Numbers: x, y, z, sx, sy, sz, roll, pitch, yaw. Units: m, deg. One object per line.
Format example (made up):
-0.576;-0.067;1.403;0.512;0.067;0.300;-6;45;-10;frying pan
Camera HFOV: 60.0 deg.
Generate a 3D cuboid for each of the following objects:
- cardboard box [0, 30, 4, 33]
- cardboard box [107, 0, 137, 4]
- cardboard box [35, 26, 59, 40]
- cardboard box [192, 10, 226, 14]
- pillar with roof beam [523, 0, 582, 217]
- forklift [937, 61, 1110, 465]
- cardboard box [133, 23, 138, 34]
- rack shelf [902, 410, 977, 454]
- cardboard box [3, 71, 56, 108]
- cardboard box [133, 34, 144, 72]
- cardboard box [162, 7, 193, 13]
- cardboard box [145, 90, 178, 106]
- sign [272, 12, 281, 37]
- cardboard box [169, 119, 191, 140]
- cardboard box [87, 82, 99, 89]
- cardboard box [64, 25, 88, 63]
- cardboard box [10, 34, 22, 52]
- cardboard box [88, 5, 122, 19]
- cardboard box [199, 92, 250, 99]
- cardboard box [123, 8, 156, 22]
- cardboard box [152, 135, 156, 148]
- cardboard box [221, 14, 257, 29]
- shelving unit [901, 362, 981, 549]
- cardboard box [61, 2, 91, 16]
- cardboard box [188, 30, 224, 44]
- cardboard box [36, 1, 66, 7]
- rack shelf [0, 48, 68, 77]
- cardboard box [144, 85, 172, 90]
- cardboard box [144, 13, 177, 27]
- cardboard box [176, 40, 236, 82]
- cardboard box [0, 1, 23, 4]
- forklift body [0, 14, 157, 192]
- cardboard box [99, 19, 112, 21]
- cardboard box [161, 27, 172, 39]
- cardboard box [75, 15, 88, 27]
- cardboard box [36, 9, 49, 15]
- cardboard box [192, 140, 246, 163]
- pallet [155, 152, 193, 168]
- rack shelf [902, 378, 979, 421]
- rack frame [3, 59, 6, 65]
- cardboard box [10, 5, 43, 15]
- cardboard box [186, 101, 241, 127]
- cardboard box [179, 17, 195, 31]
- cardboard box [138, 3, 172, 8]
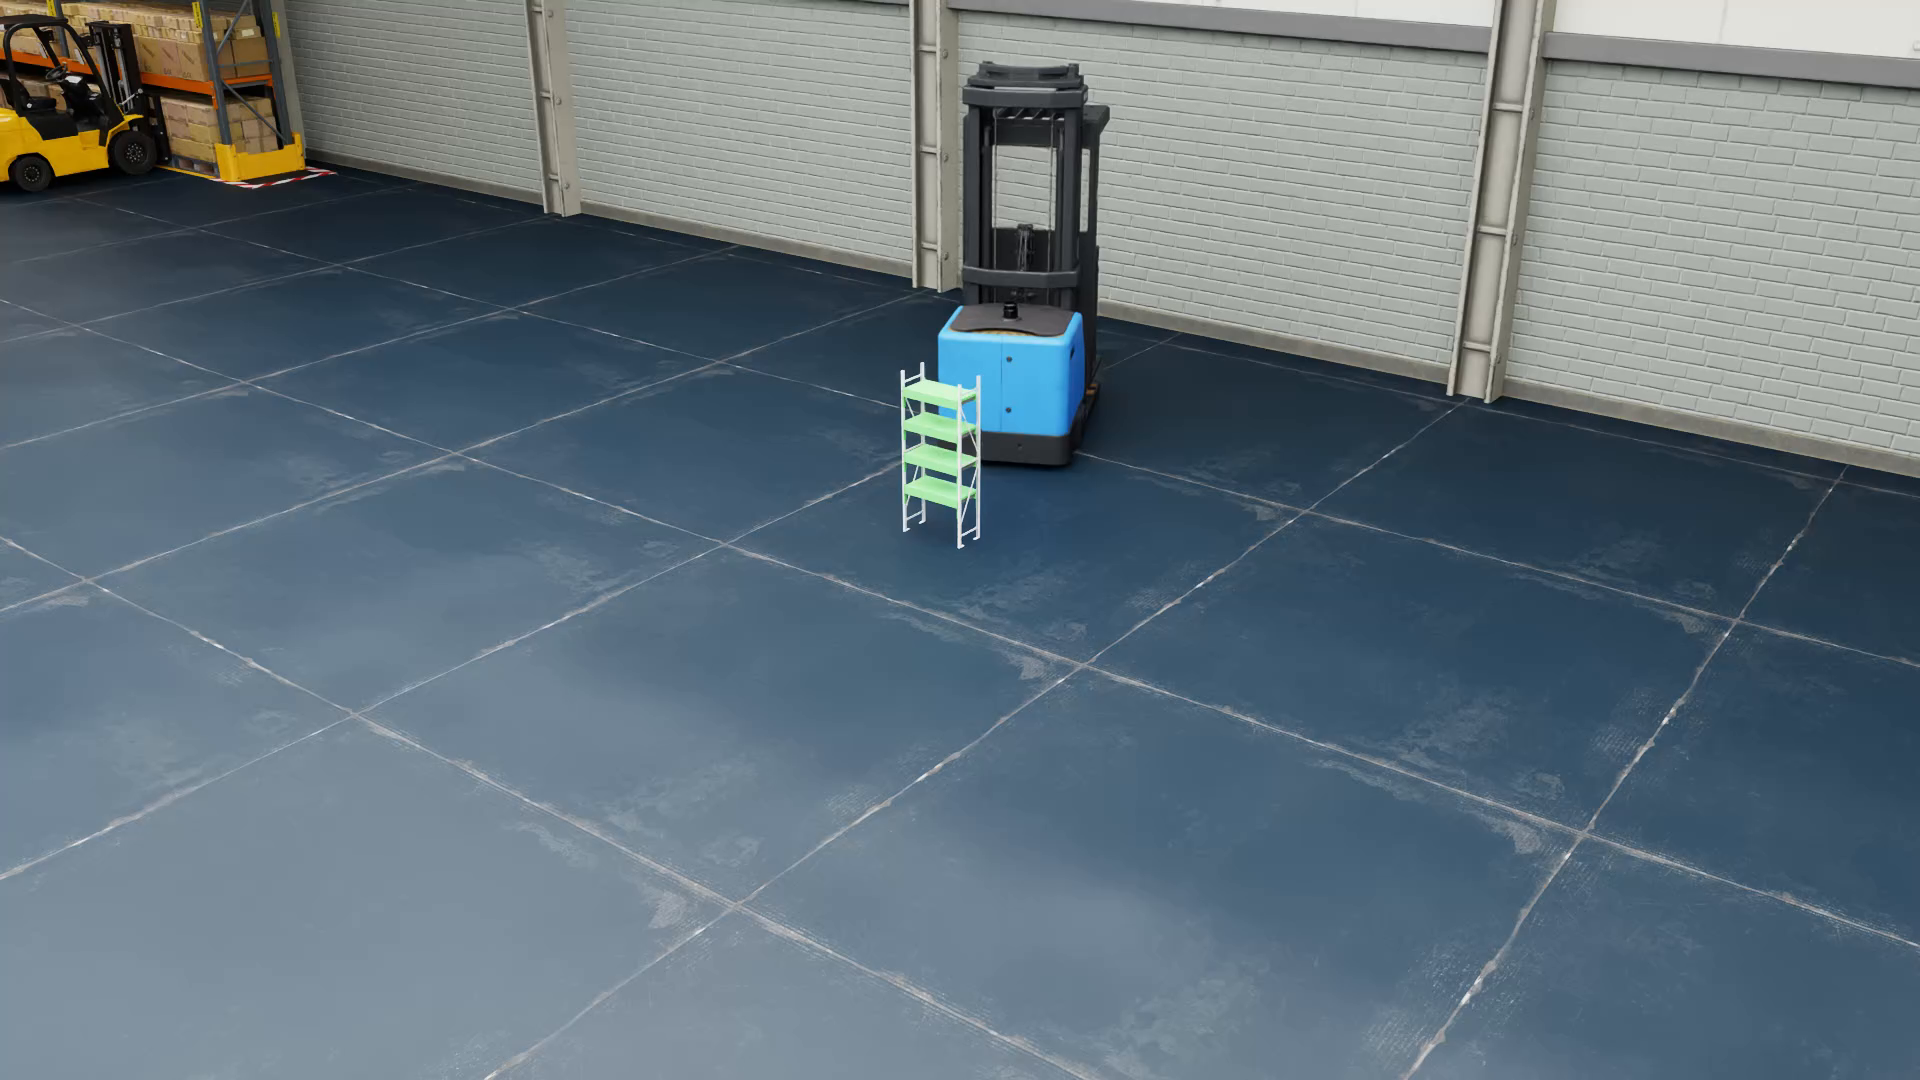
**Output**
-14.812;-8.089;25.955;0.500;0.250;0.500;17;29;34;cardboard box
-12.439;-7.942;24.758;0.250;0.149;0.380;16;28;32;cardboard box
-13.598;-7.714;25.102;0.500;0.250;0.500;16;28;32;cardboard box
-10.589;-7.377;23.475;0.250;0.149;0.380;17;29;34;cardboard box
-7.648;-6.914;16.283;0.400;9.000;9.100;17;29;33;pillar with roof beam
0.613;-2.486;13.758;1.130;2.935;3.031;5;24;10;forklift
-11.483;-7.278;23.619;0.250;0.149;0.380;17;29;33;cardboard box
-0.132;-0.750;11.528;0.480;0.148;0.258;17;29;33;rack shelf
-14.695;-7.116;26.606;0.625;0.625;0.875;15;28;31;cardboard box
-11.631;-7.000;23.793;0.500;0.500;0.500;17;29;34;cardboard box
-11.212;-7.562;23.895;0.250;0.149;0.380;17;29;34;cardboard box
-11.629;-6.317;24.017;0.500;0.250;0.500;16;28;32;cardboard box
-9.513;-7.160;23.108;0.005;0.325;0.100;17;29;33;sign
-10.823;-5.854;23.586;0.500;0.250;0.500;16;29;33;cardboard box
-12.853;-6.690;24.864;0.500;0.250;0.500;16;29;33;cardboard box
-12.853;-7.371;24.636;0.500;0.500;0.500;16;28;32;cardboard box
-14.396;-7.736;25.773;0.500;0.250;0.500;17;29;34;cardboard box
-12.357;-7.635;24.060;0.250;0.149;0.380;18;29;34;cardboard box
-10.524;-6.238;23.837;0.500;0.250;0.500;17;29;33;cardboard box
-11.686;-7.483;23.715;0.250;0.149;0.380;17;29;33;cardboard box
-11.632;-5.861;24.221;0.500;0.250;0.500;18;29;35;cardboard box
-9.991;-7.179;23.025;0.250;0.149;0.380;16;28;32;cardboard box
-0.132;-0.589;11.599;0.503;1.200;0.258;17;29;33;shelving unit
-12.974;-7.823;24.488;0.250;0.149;0.380;18;29;34;cardboard box
-10.296;-6.886;22.730;0.250;0.149;0.380;17;29;34;cardboard box
-14.193;-8.339;26.028;0.250;0.149;0.380;17;29;33;cardboard box
-14.652;-7.672;26.333;4.000;0.370;1.077;17;29;33;rack shelf
-11.731;-6.608;24.676;0.500;0.250;0.500;17;29;34;cardboard box
-11.135;-7.263;23.216;0.250;0.149;0.380;18;29;35;cardboard box
-10.402;-6.630;22.953;0.500;0.500;0.500;16;28;32;cardboard box
-14.869;-8.314;25.972;0.250;0.149;0.380;17;29;33;cardboard box
-12.462;-6.031;22.771;1.214;2.155;2.313;17;29;33;forklift body
-12.159;-7.434;23.974;0.250;0.149;0.380;16;29;33;cardboard box
-10.881;-7.084;23.180;0.250;0.149;0.380;17;29;33;cardboard box
-12.746;-7.636;24.431;0.250;0.149;0.380;18;29;34;cardboard box
-13.675;-7.927;25.093;0.250;0.149;0.380;16;29;33;cardboard box
-10.416;-5.495;23.392;0.500;0.250;0.500;17;29;34;cardboard box
-11.460;-5.740;24.517;1.213;0.211;1.003;17;29;33;pallet
-0.132;-0.970;11.431;0.480;0.148;0.258;17;29;33;rack shelf
-16.252;-8.484;27.286;0.127;3.000;1.000;17;29;33;rack frame
-14.302;-8.108;25.503;0.250;0.149;0.380;16;28;32;cardboard box
-10.406;-5.952;23.188;0.500;0.250;0.500;18;29;35;cardboard box
-10.480;-7.097;22.839;0.250;0.149;0.380;17;29;33;cardboard box
-11.786;-7.773;24.374;0.250;0.149;0.380;16;29;32;cardboard box
